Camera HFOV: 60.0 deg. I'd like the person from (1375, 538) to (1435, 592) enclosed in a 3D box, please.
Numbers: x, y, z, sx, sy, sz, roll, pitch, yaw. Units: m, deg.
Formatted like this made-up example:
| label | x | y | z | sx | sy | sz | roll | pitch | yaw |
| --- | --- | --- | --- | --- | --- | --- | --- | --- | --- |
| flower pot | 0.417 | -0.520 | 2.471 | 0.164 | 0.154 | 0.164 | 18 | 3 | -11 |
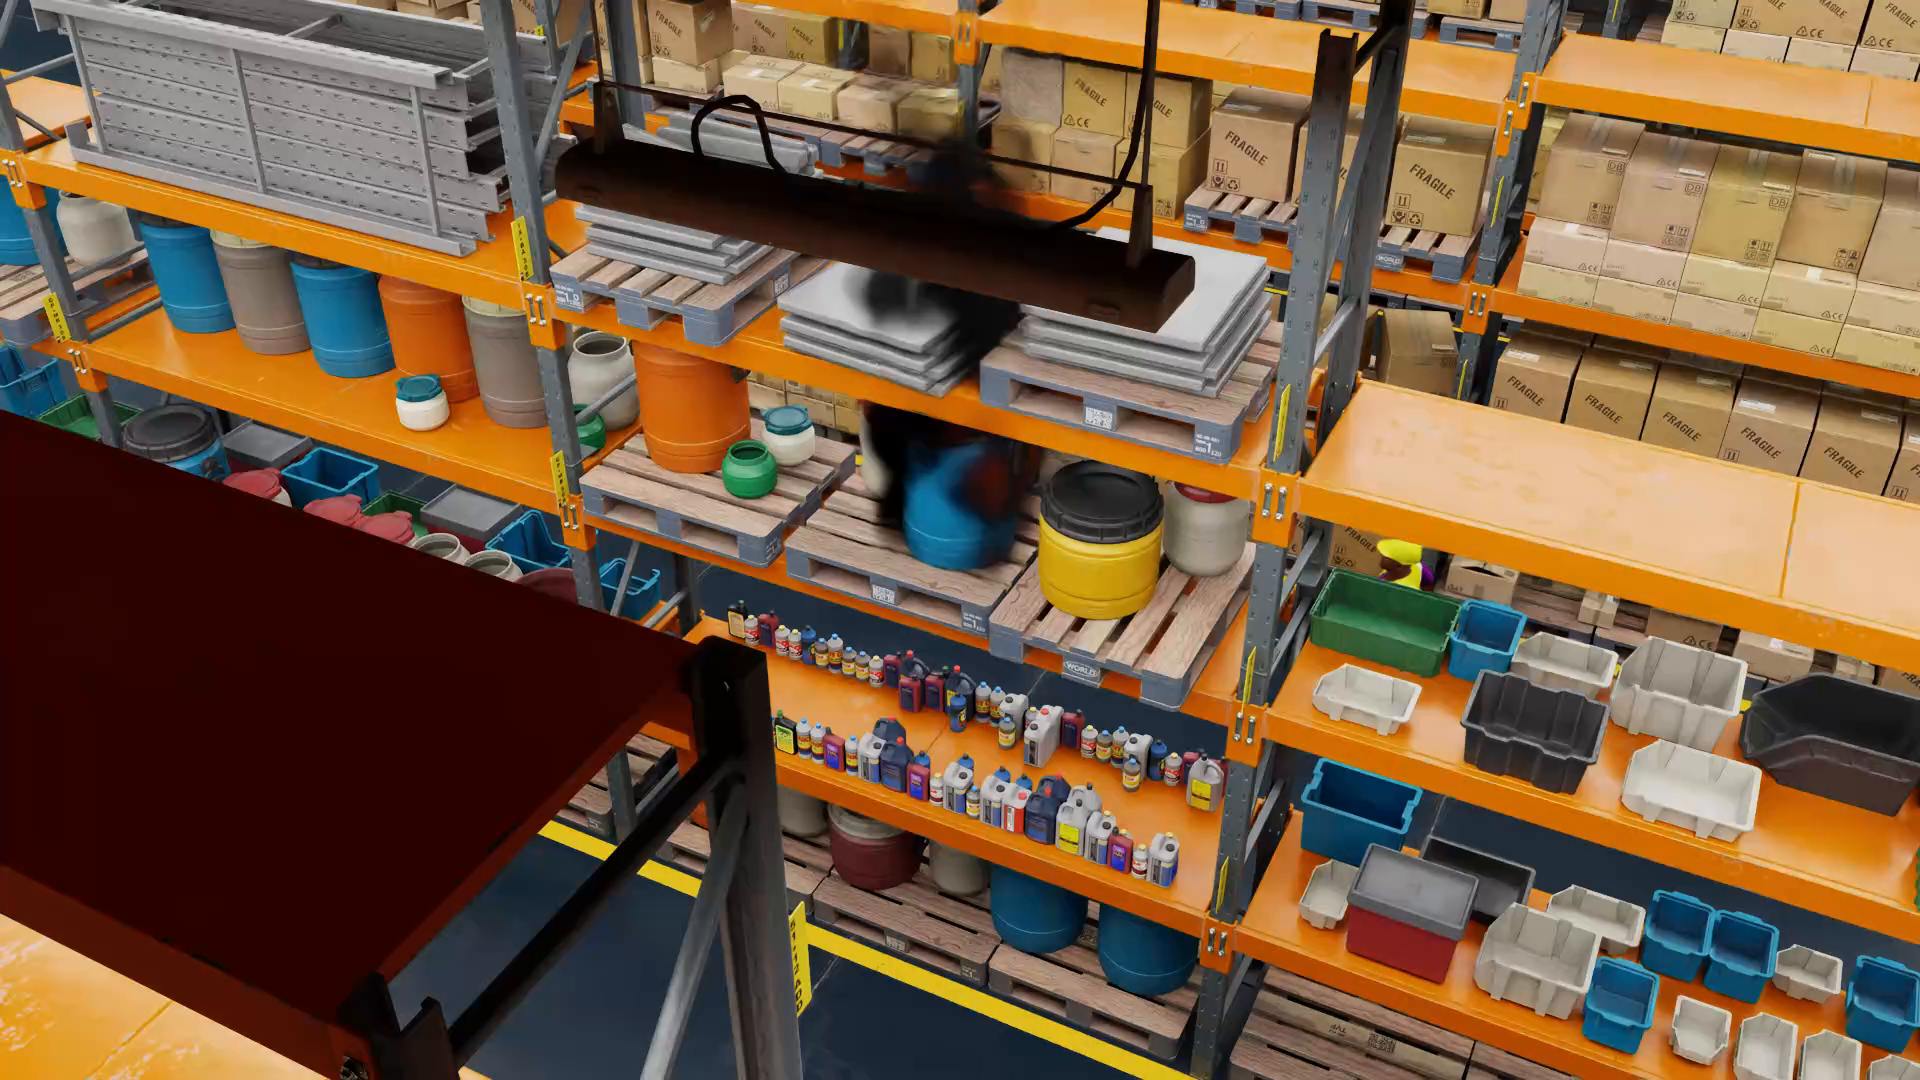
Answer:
| label | x | y | z | sx | sy | sz | roll | pitch | yaw |
| --- | --- | --- | --- | --- | --- | --- | --- | --- | --- |
| person | 2.875 | 0.703 | 11.279 | 0.887 | 1.769 | 0.704 | 7 | 36 | 10 |
